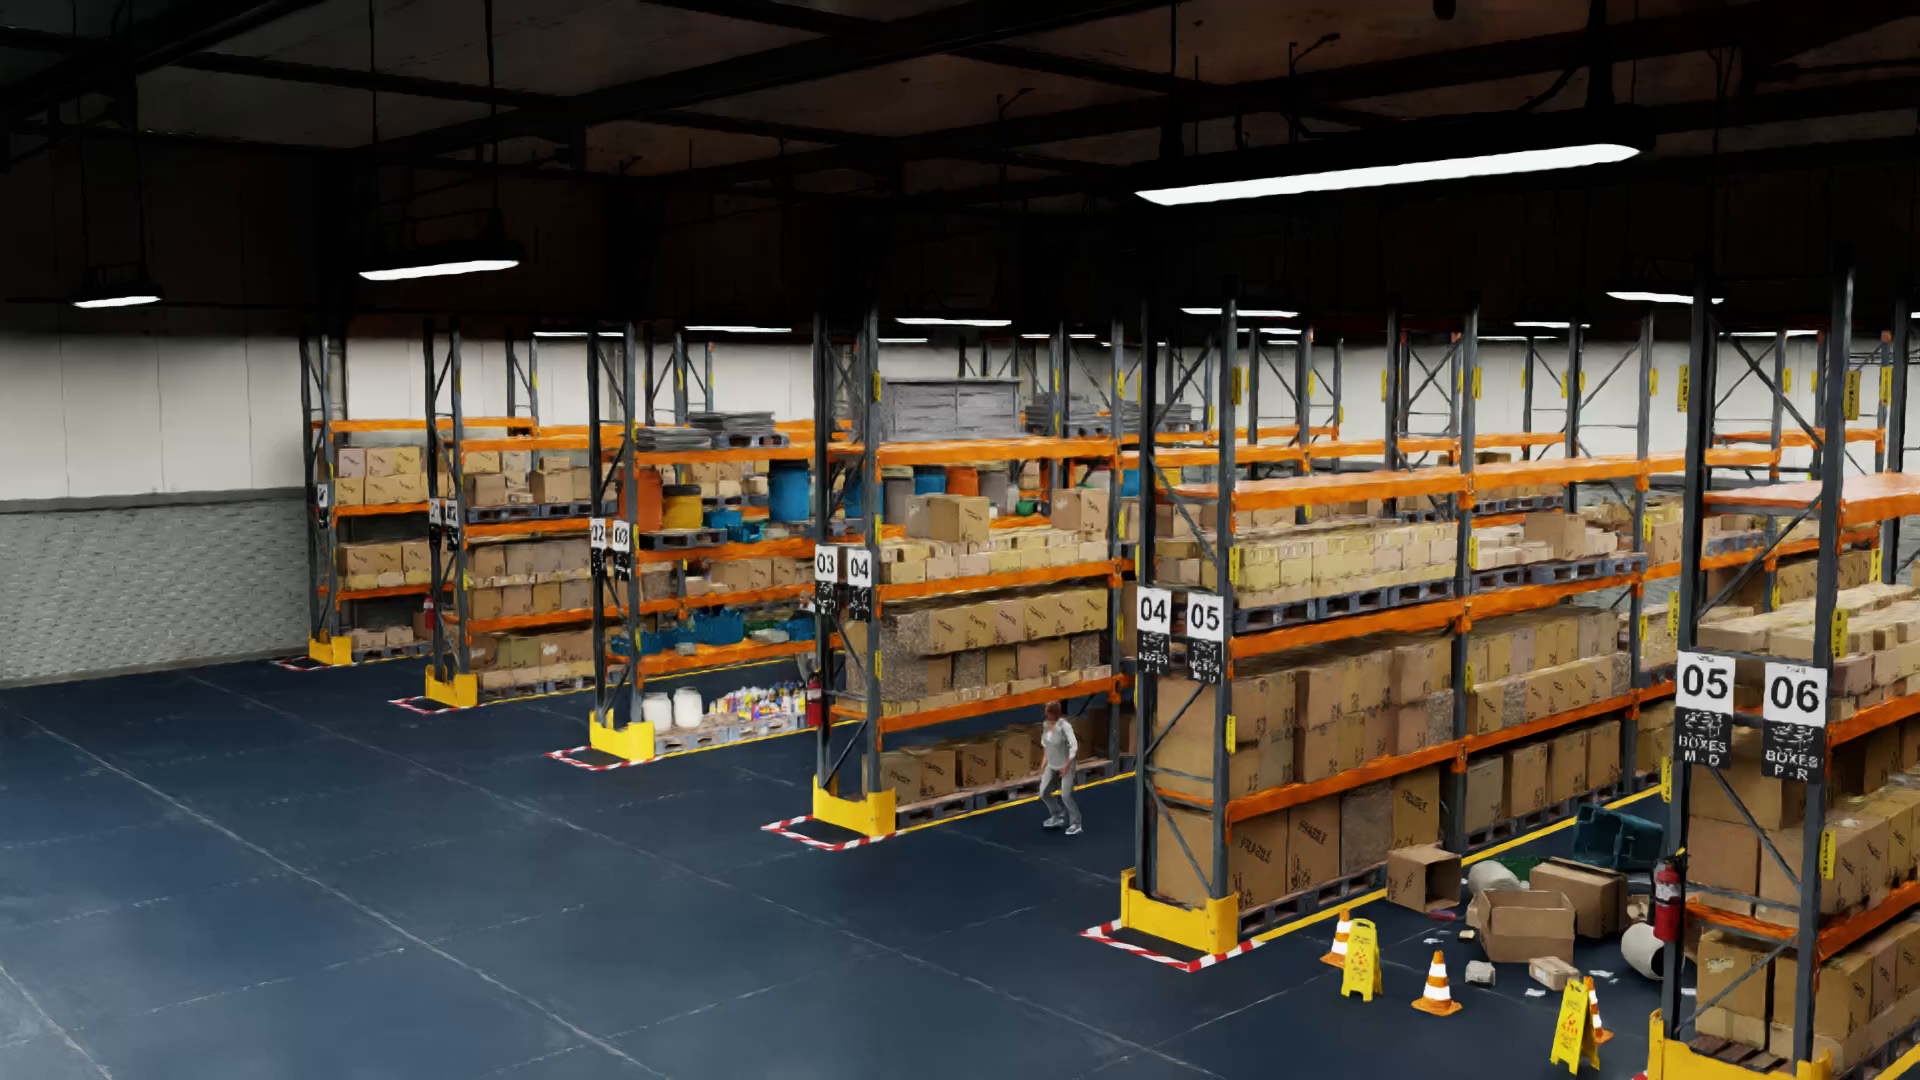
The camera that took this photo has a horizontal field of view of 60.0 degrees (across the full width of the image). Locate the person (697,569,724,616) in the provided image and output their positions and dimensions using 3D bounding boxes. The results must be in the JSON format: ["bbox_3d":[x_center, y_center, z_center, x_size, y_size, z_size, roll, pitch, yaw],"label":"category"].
[{"bbox_3d":[-4.787,1.236,31.958,0.991,1.406,0.479,-5,8,-43],"label":"person"}]

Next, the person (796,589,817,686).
[{"bbox_3d":[-2.352,1.628,26.555,0.546,1.734,0.729,-5,8,-42],"label":"person"}]

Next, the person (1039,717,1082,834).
[{"bbox_3d":[1.138,2.628,18.661,0.473,1.335,0.566,-6,8,-44],"label":"person"}]
